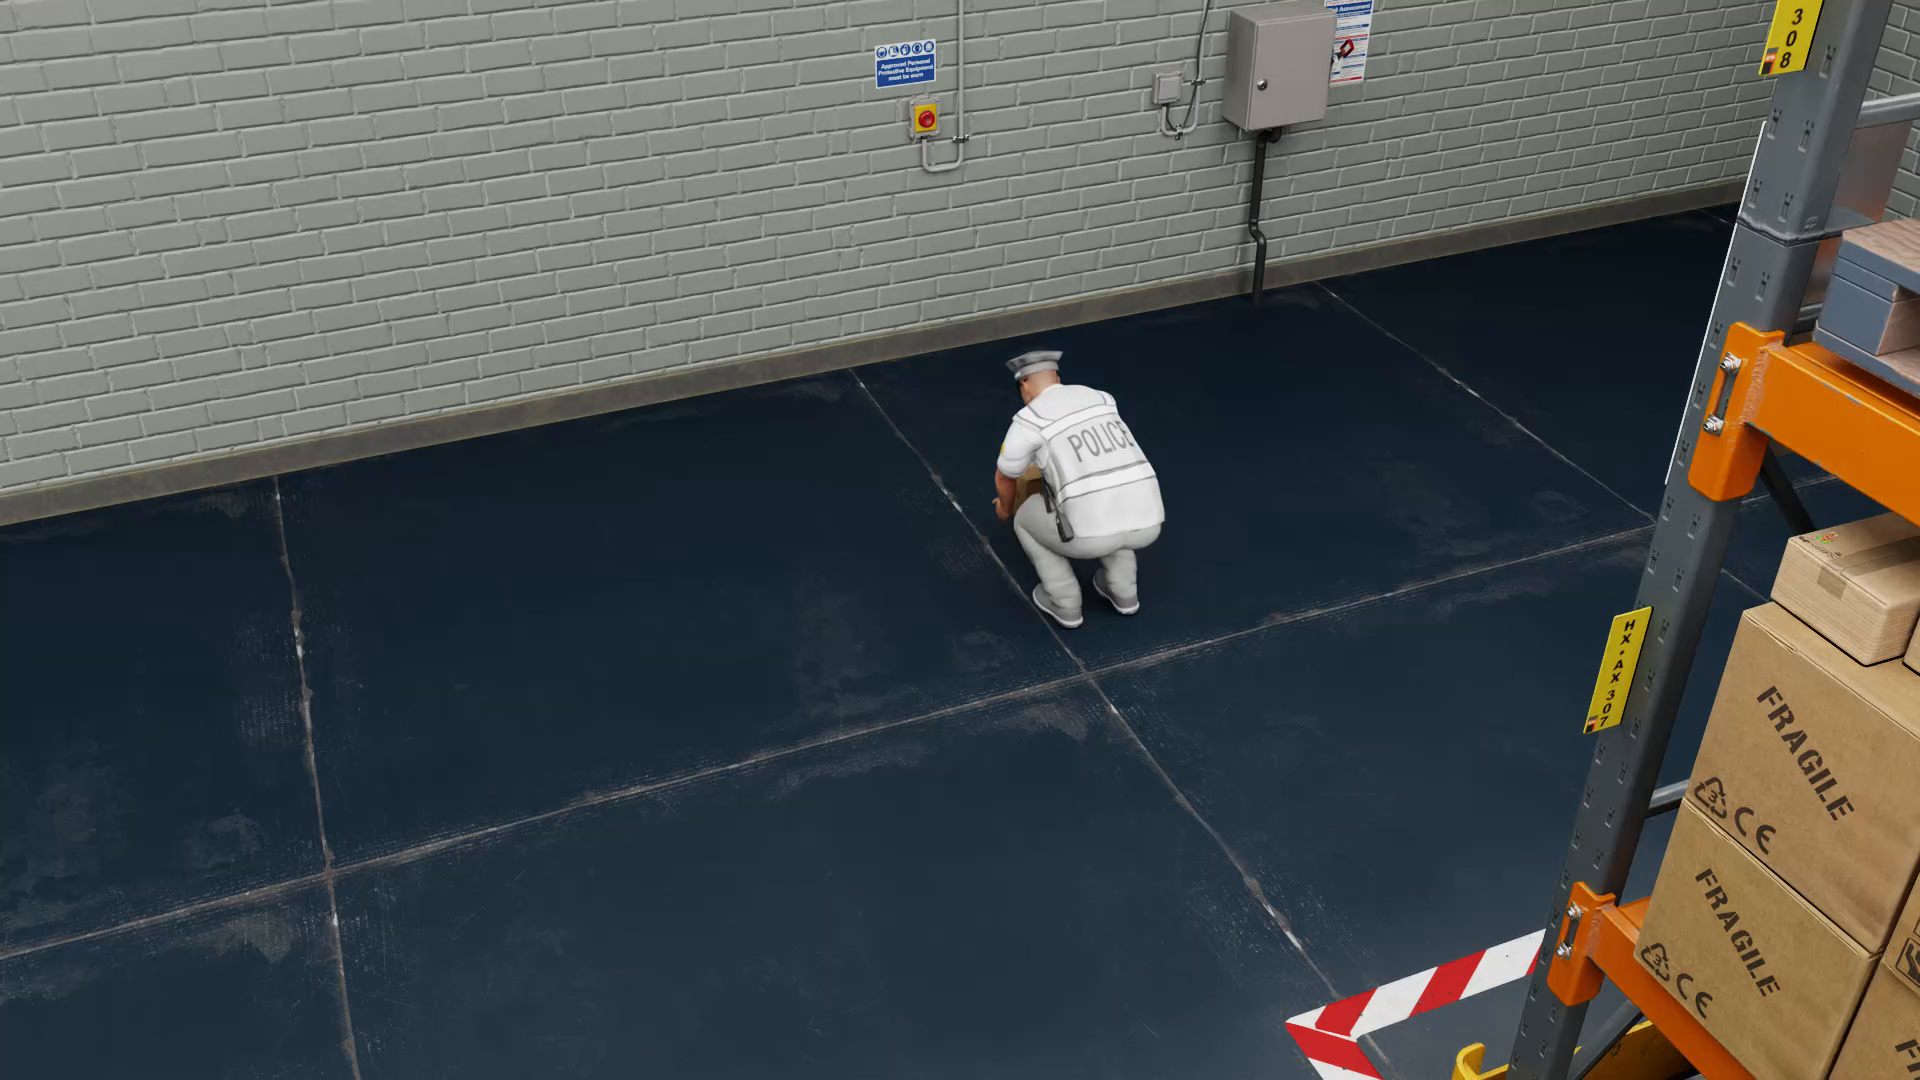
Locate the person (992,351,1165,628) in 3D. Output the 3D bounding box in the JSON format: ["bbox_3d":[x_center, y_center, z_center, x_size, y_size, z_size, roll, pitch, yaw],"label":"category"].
[{"bbox_3d":[0.476,-0.215,7.093,0.556,1.065,0.918,-13,35,-19],"label":"person"}]
